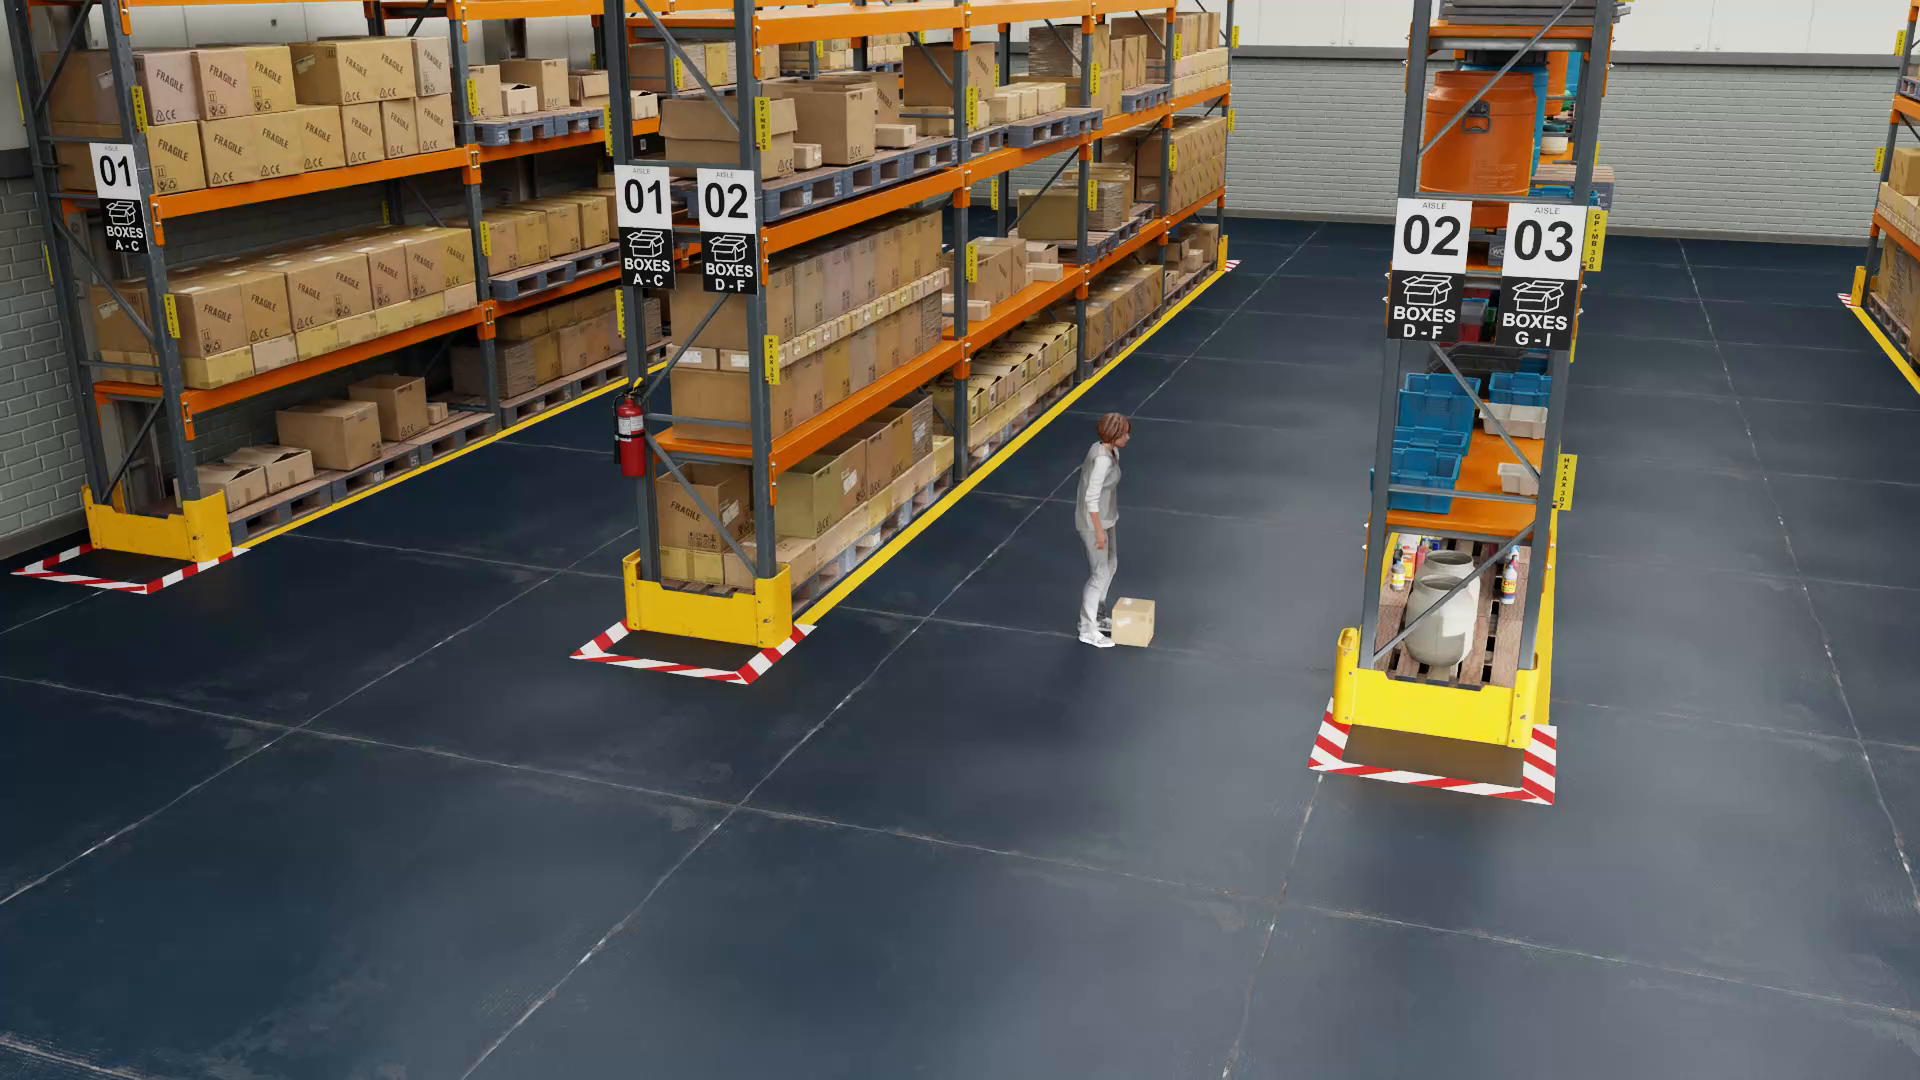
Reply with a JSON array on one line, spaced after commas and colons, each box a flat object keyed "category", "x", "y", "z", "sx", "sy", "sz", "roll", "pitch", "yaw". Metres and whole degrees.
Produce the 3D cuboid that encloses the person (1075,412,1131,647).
[{"category": "person", "x": 0.962, "y": -0.092, "z": 11.350, "sx": 0.347, "sy": 1.591, "sz": 0.483, "roll": 5, "pitch": 20, "yaw": 15}]
